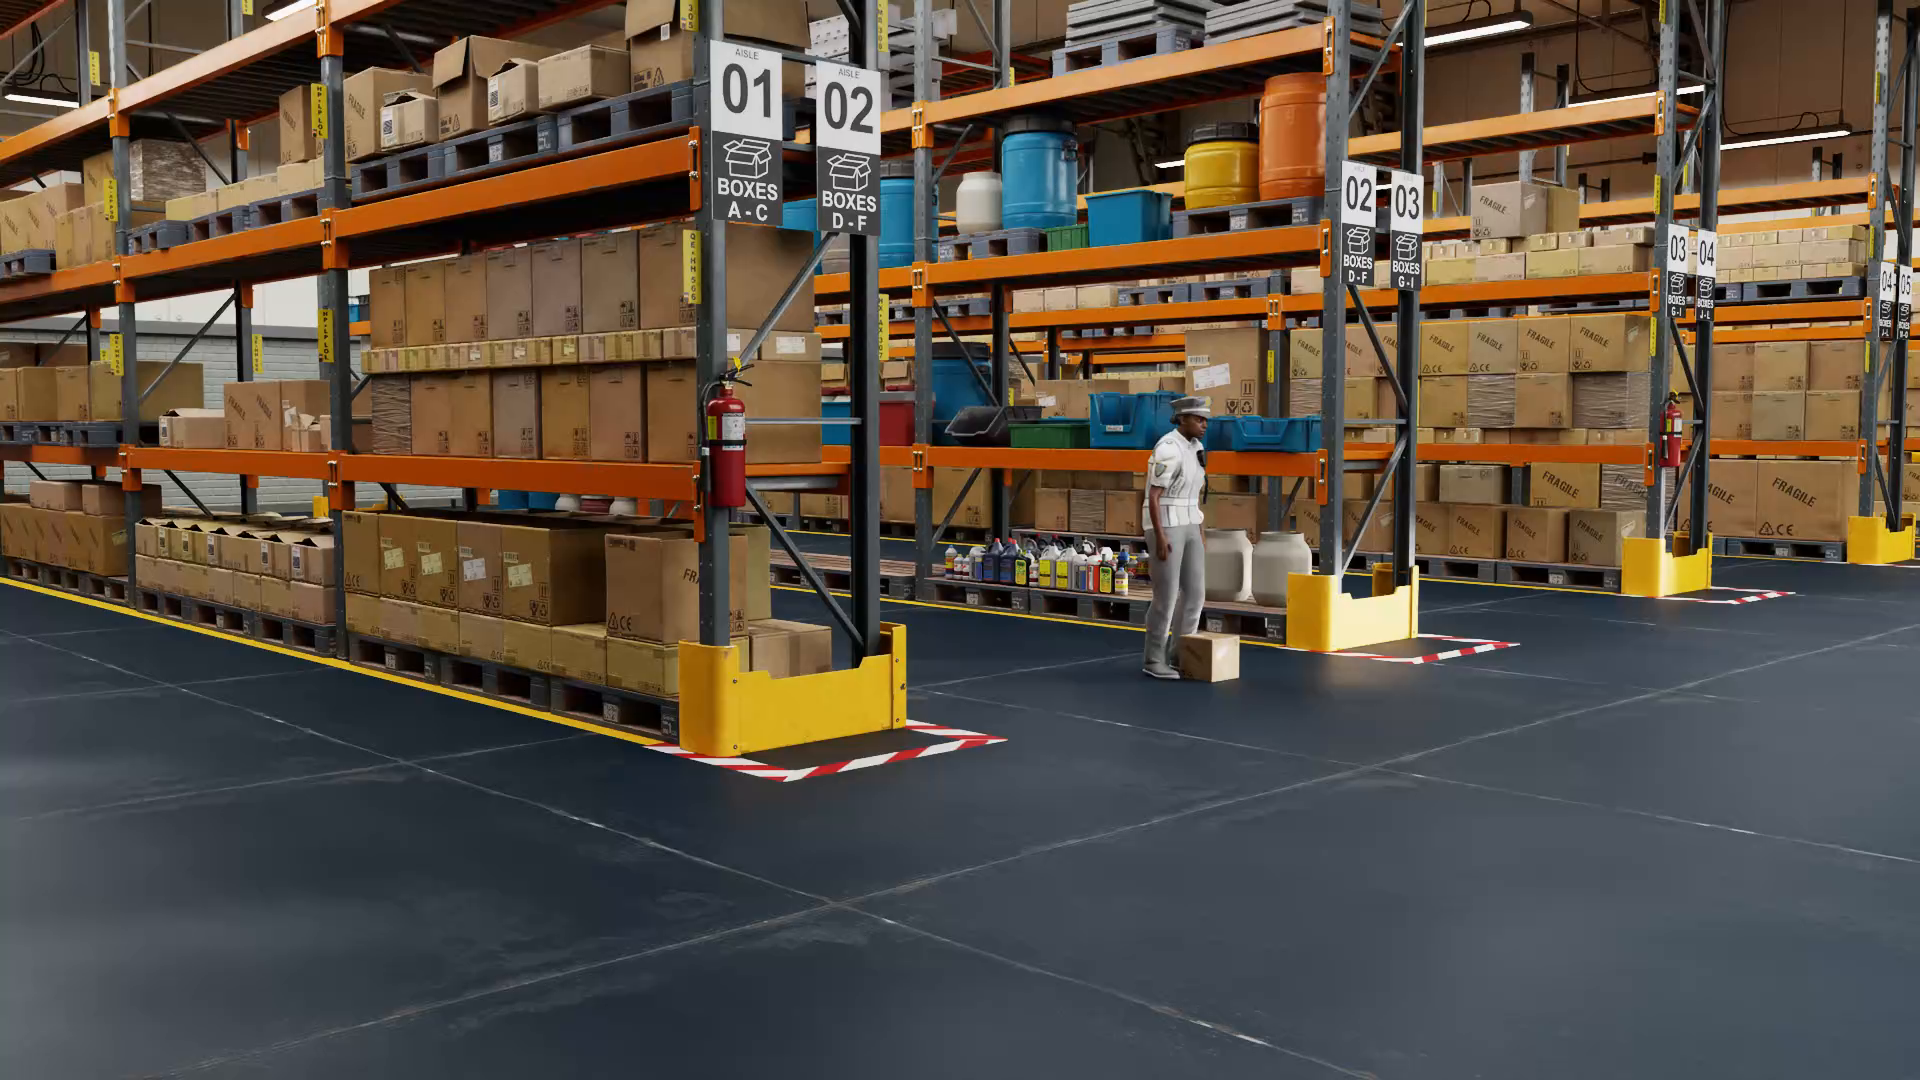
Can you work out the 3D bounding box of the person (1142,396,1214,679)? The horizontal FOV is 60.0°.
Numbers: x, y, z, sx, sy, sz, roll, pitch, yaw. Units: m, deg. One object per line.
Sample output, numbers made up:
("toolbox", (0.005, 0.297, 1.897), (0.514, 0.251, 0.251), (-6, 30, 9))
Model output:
("person", (1.298, -0.025, 9.911), (0.398, 1.657, 0.530), (4, 5, 42))
